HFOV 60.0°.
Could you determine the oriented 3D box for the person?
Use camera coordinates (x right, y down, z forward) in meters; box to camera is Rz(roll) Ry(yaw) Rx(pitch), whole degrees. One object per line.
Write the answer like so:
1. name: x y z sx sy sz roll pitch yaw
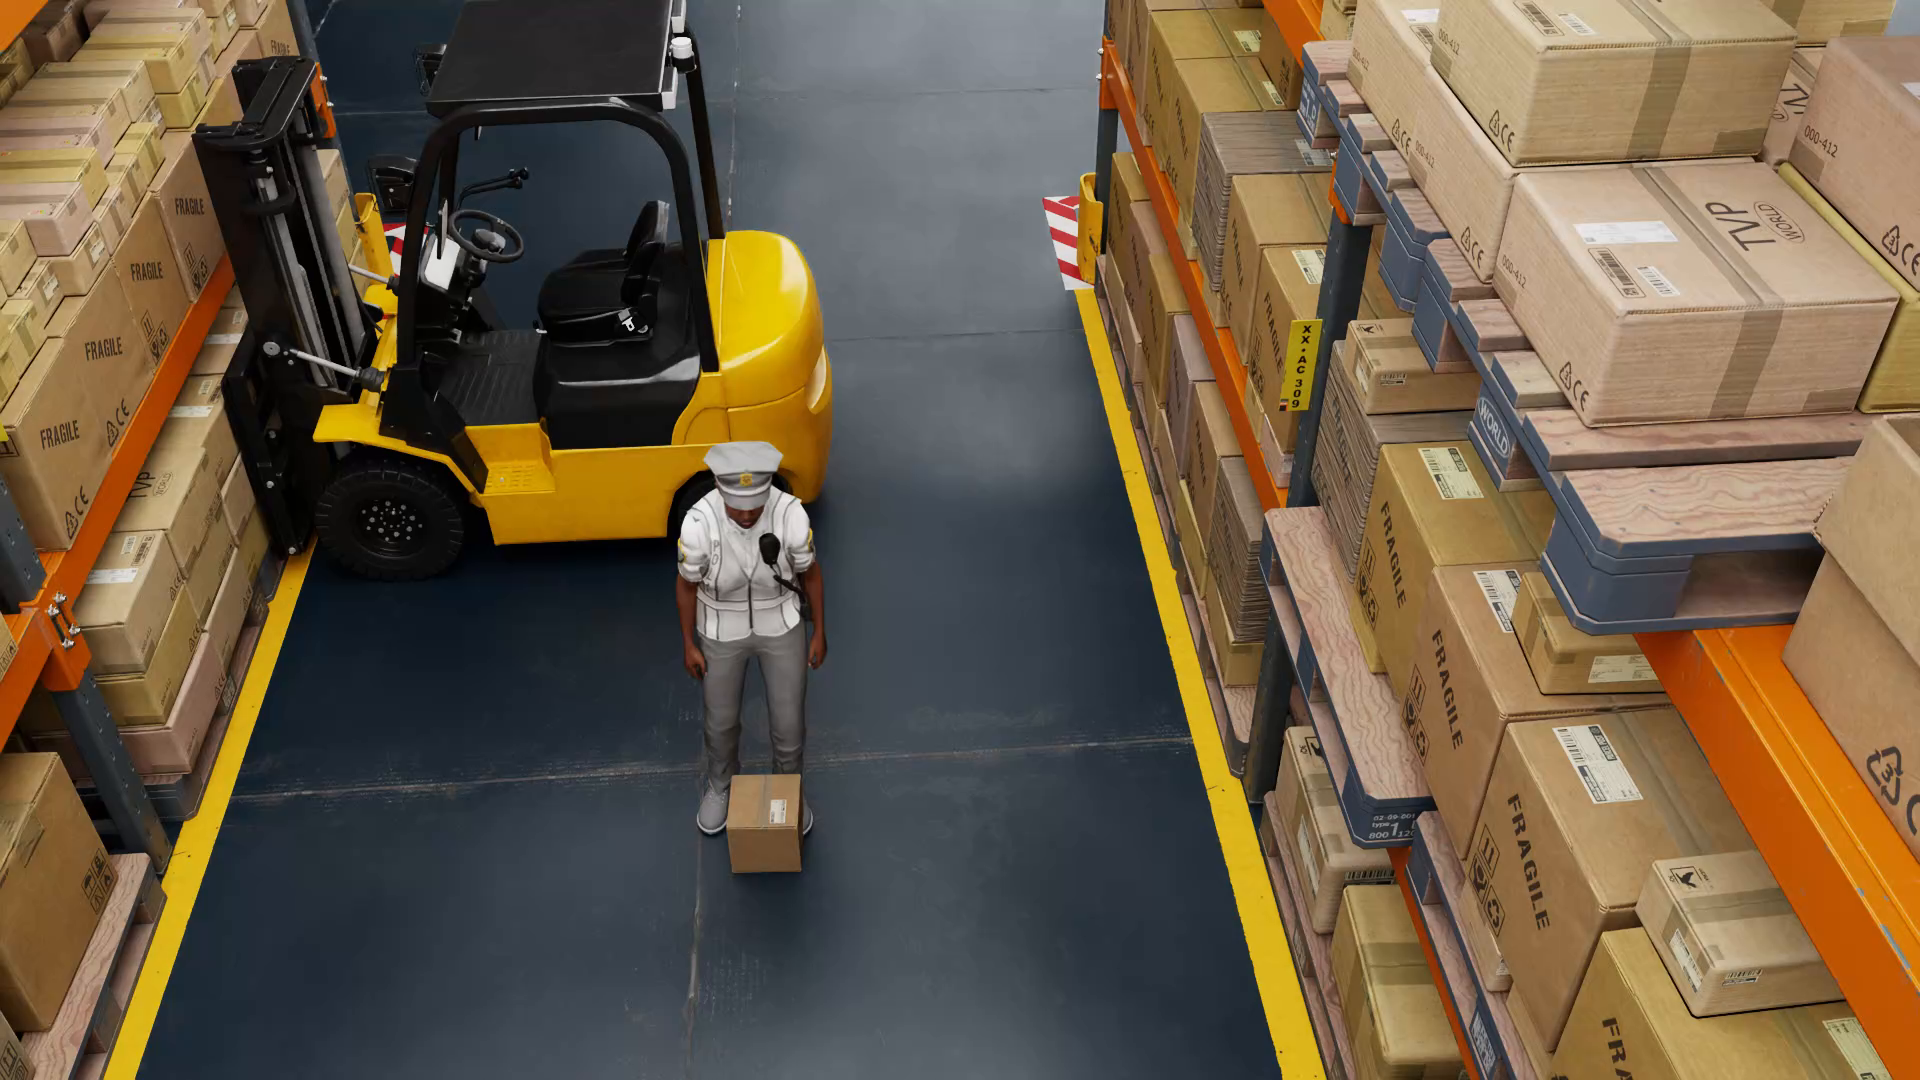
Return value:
1. person: -0.723 0.339 5.738 0.532 1.664 0.421 -5 40 -6
